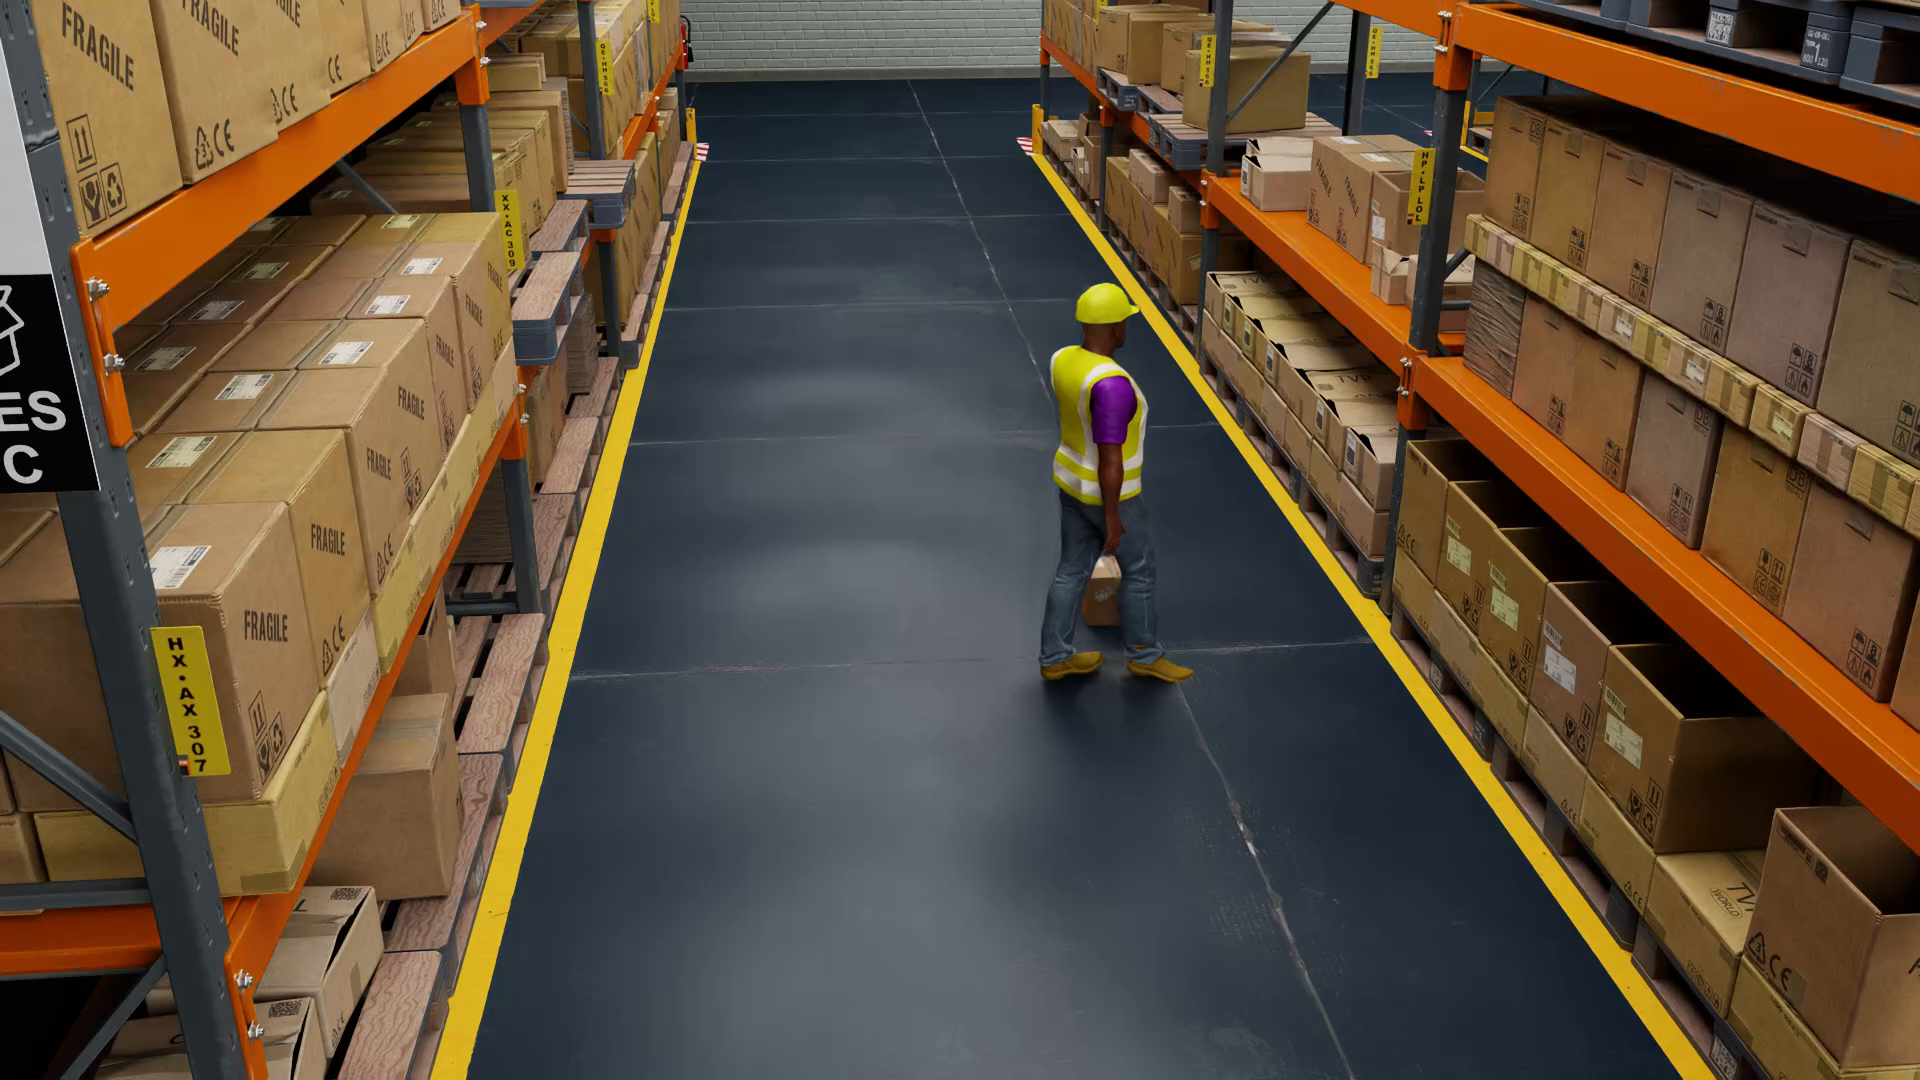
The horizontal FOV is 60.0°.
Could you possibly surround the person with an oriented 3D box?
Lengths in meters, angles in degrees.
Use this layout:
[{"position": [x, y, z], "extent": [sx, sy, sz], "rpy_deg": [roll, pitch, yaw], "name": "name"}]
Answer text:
[{"position": [0.652, -0.220, 7.078], "extent": [0.665, 1.792, 0.620], "rpy_deg": [-11, 26, -24], "name": "person"}]
